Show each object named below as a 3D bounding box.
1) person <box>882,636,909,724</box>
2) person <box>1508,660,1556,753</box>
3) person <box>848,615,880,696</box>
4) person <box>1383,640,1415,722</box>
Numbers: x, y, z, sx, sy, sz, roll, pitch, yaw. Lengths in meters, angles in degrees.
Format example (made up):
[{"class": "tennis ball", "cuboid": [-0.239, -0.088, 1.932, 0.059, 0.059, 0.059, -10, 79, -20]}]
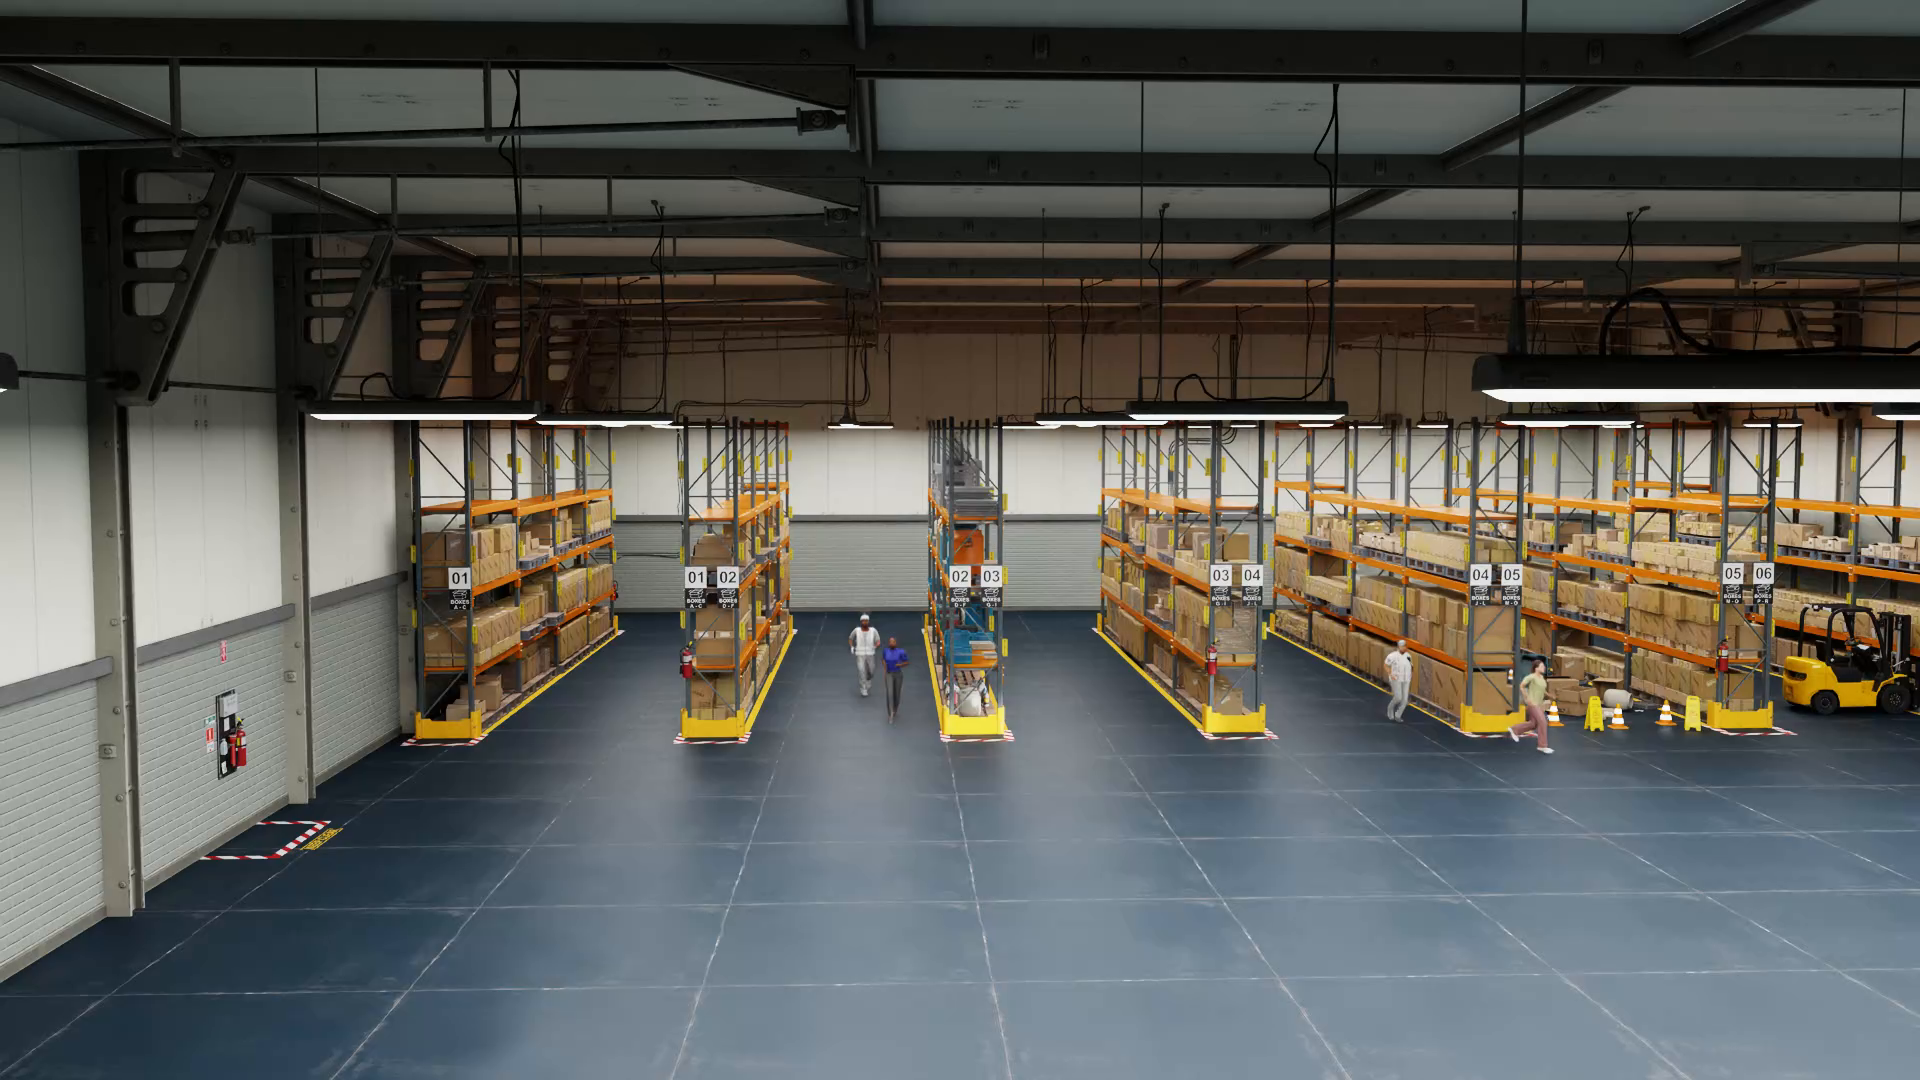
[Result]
[{"class": "person", "cuboid": [-1.284, 2.753, 32.979, 0.560, 1.681, 0.841, 0, 4, 3]}, {"class": "person", "cuboid": [10.252, 2.955, 29.861, 0.892, 1.650, 0.558, 4, 5, 44]}, {"class": "person", "cuboid": [-2.070, 2.495, 36.117, 0.694, 1.748, 0.804, -1, 4, -9]}, {"class": "person", "cuboid": [8.673, 2.775, 32.678, 0.582, 1.622, 0.531, -1, 4, -13]}]
